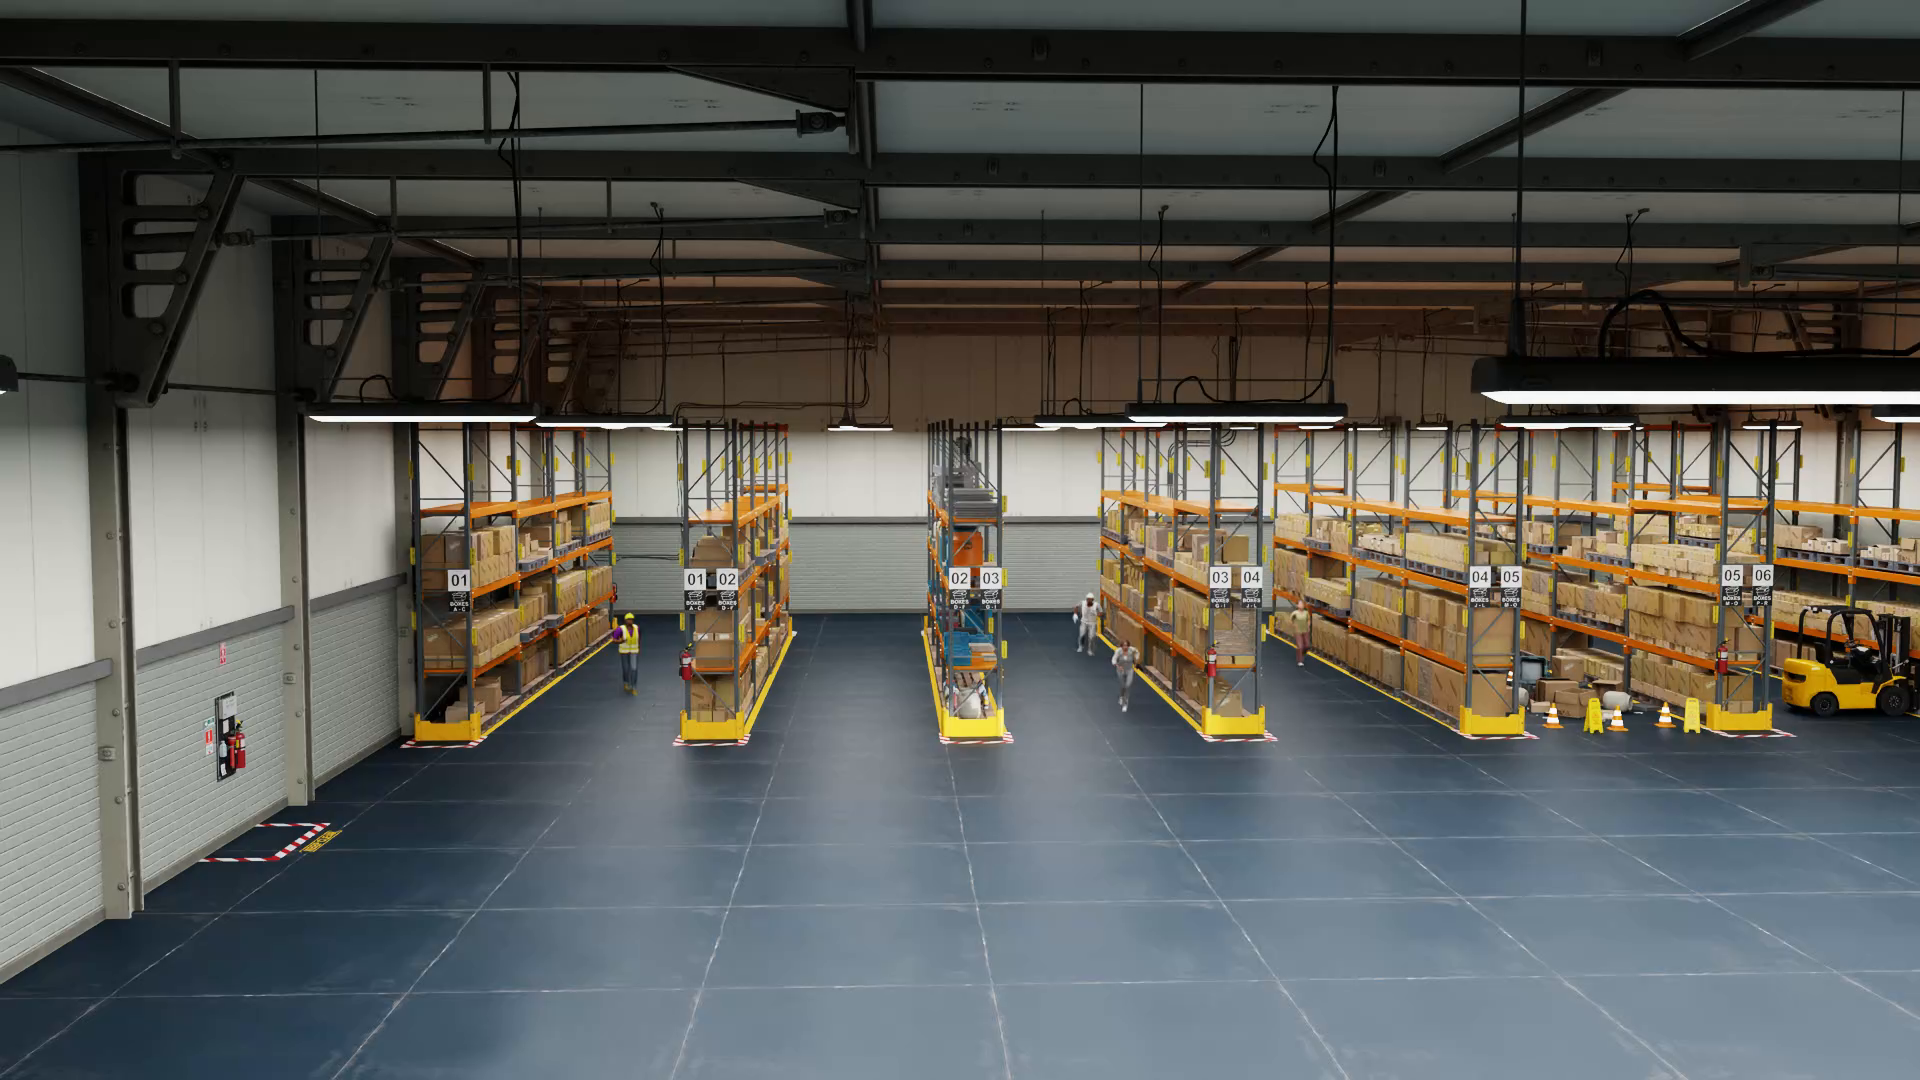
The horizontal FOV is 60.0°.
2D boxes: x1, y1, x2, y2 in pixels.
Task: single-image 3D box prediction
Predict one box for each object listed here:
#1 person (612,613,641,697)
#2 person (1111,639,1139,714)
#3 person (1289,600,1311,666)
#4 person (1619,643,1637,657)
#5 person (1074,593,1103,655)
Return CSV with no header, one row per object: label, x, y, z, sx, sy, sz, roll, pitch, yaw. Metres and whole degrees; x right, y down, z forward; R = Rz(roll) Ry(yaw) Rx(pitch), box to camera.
person,-7.297,2.502,36.497,0.670,1.809,0.869,-1,4,-21
person,3.410,2.777,34.433,0.578,1.546,0.919,0,4,0
person,8.400,2.284,40.979,0.576,1.622,0.558,0,4,-6
person,16.278,2.323,40.454,0.627,1.698,0.761,0,4,-7
person,3.303,2.178,42.900,0.785,1.679,0.702,0,4,8
